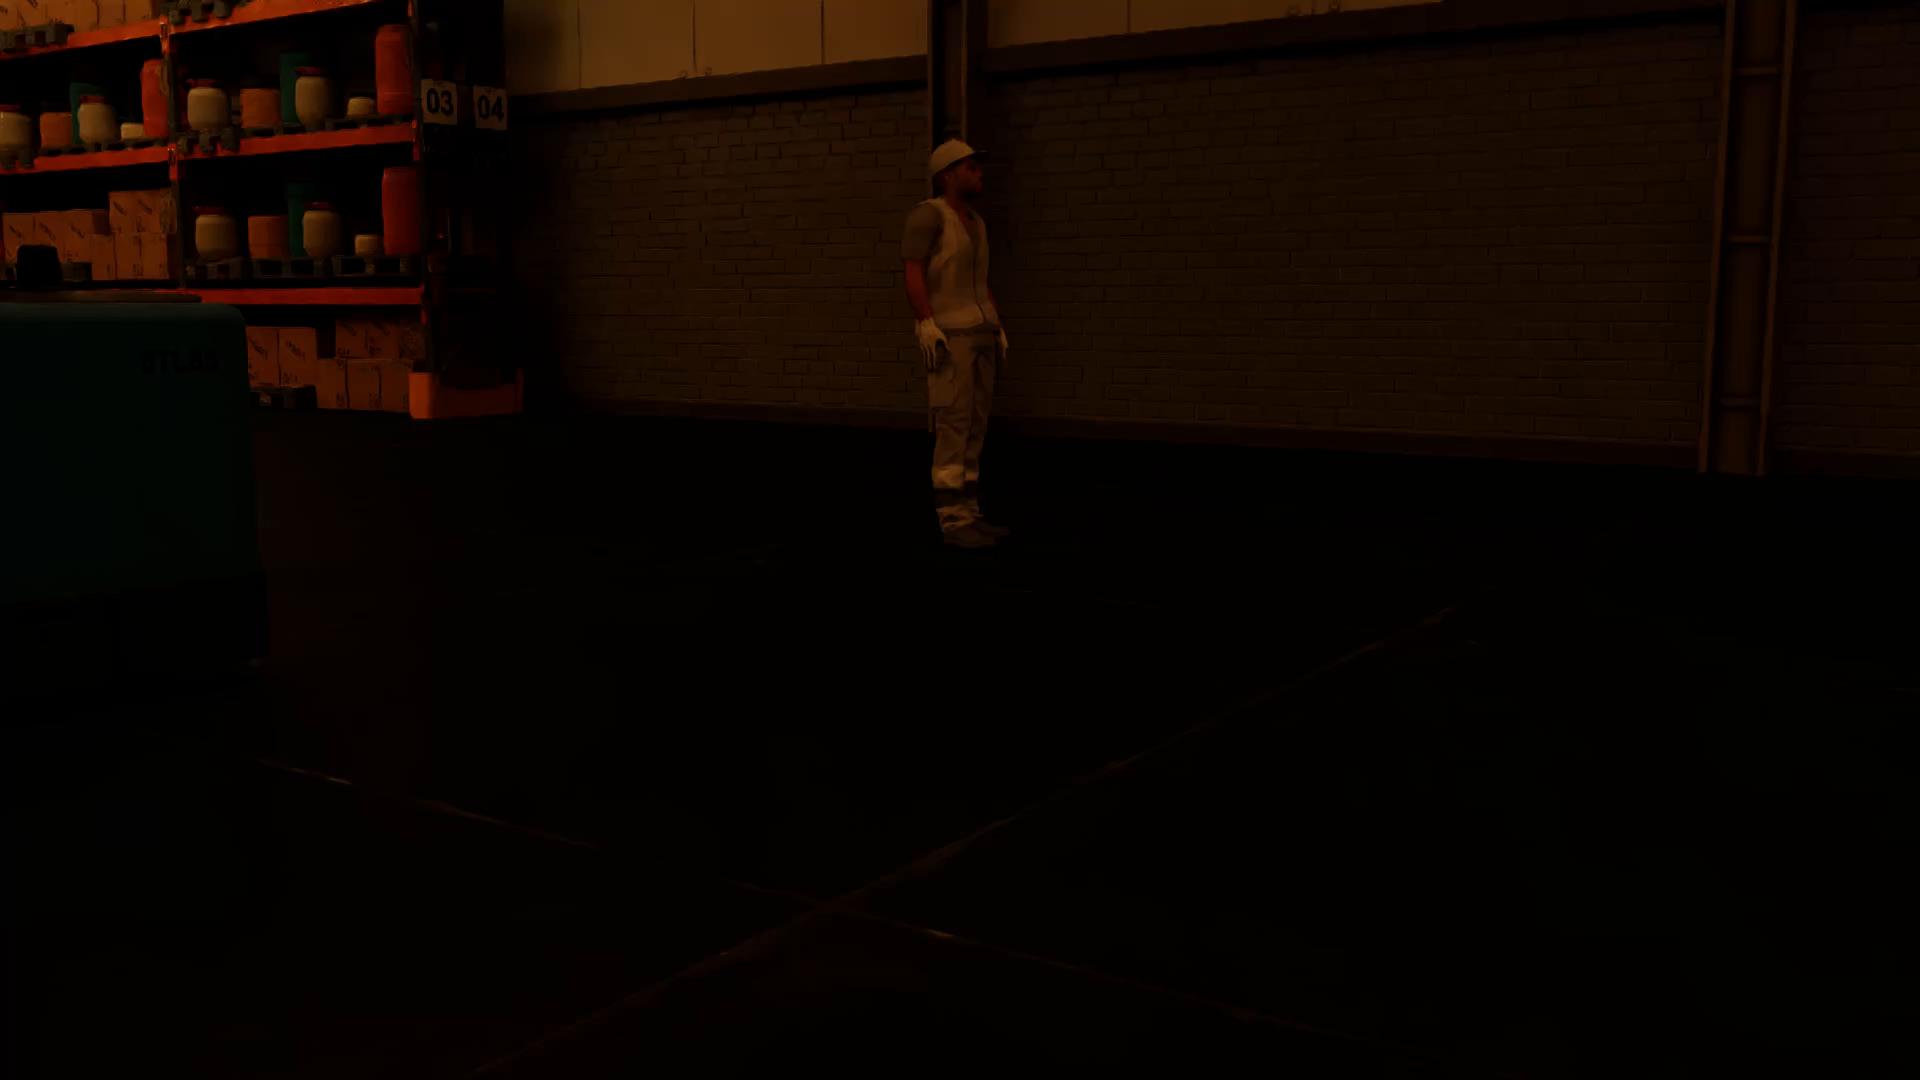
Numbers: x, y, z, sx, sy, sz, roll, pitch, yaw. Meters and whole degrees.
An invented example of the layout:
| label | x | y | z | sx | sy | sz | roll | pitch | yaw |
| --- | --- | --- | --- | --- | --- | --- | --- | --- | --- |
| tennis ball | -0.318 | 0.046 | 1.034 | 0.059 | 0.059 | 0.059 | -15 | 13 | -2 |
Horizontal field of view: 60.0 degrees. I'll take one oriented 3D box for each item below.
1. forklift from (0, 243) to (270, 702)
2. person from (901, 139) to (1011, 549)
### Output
| label | x | y | z | sx | sy | sz | roll | pitch | yaw |
| --- | --- | --- | --- | --- | --- | --- | --- | --- | --- |
| forklift | -3.360 | -0.946 | 3.842 | 1.130 | 2.935 | 3.031 | 7 | 11 | 42 |
| person | 0.061 | -0.885 | 7.423 | 0.563 | 1.787 | 0.637 | 5 | 10 | 34 |
